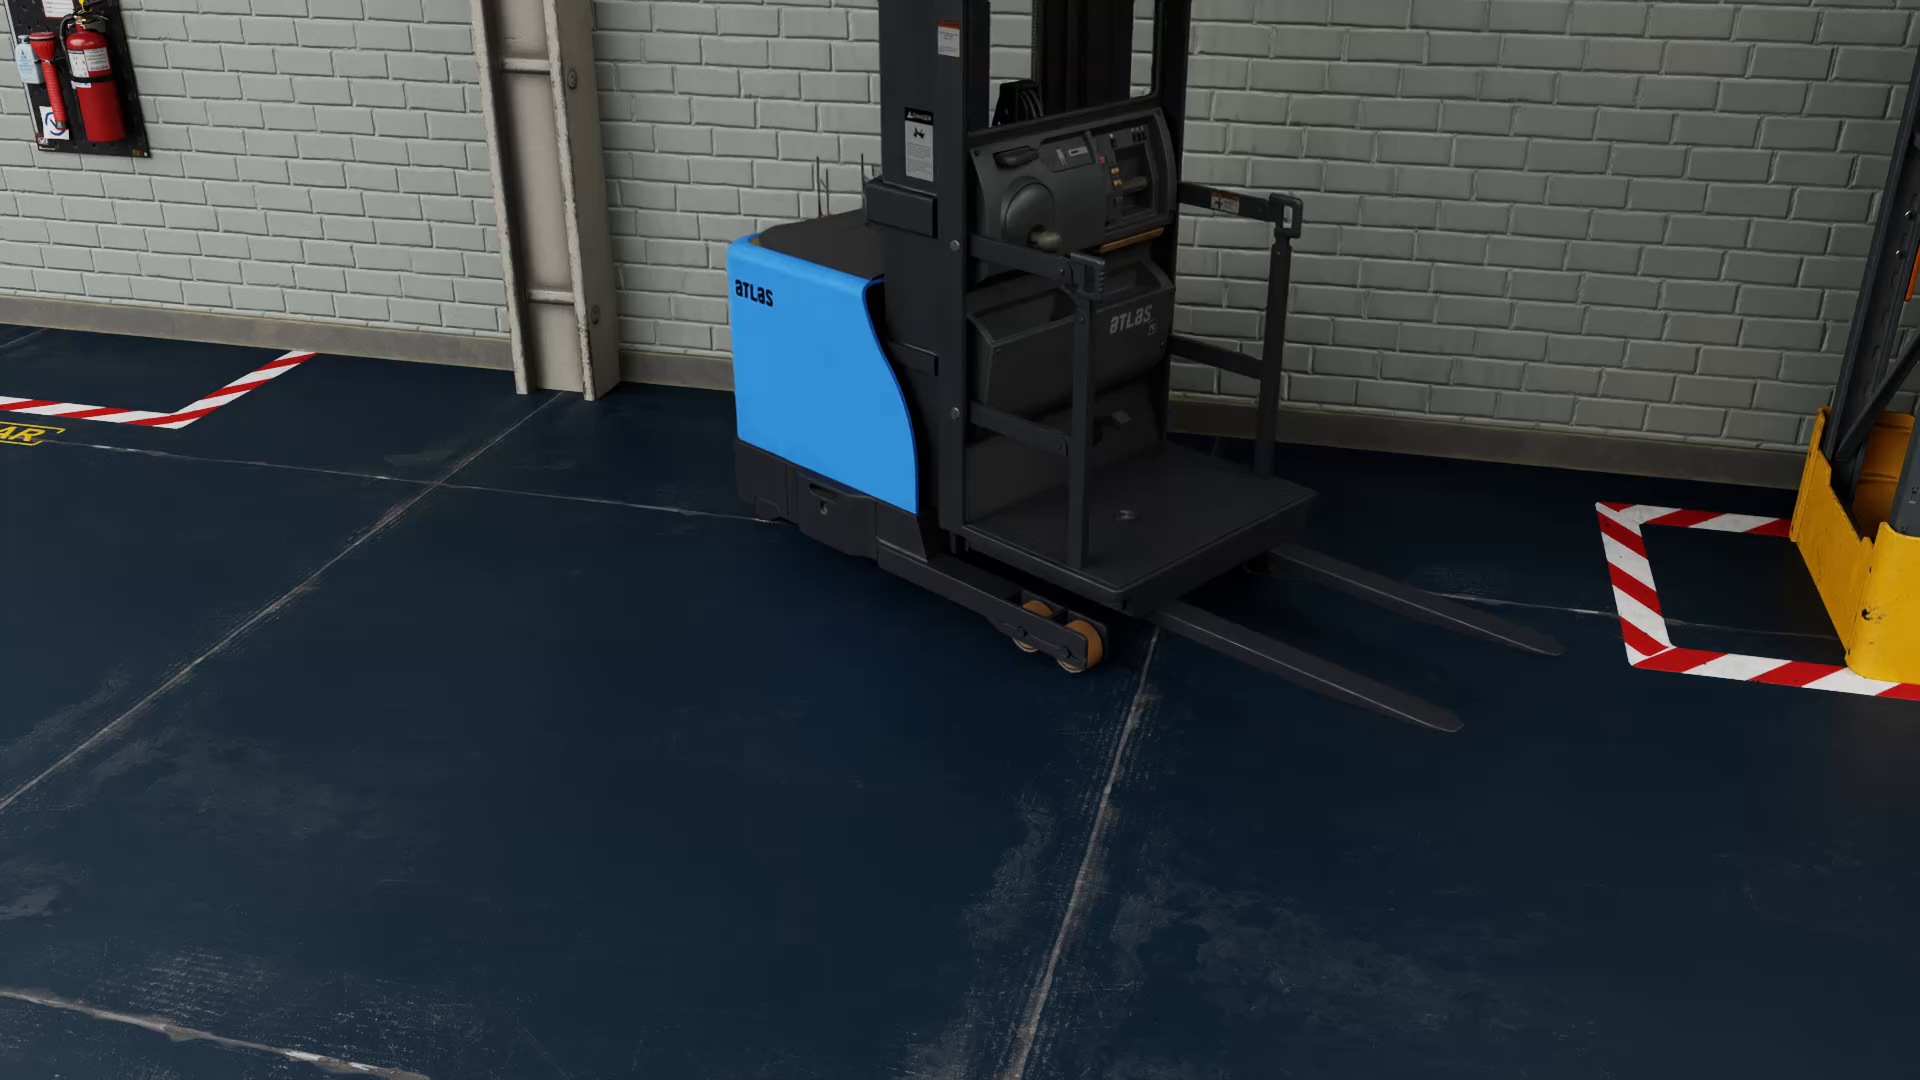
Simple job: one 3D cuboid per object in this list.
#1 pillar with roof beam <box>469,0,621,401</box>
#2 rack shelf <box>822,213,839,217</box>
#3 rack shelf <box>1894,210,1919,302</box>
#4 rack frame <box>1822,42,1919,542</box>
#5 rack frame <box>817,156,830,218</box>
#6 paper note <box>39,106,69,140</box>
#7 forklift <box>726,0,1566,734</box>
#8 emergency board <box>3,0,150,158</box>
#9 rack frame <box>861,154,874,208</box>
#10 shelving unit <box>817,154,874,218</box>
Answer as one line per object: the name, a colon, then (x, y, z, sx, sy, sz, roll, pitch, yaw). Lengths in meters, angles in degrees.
pillar with roof beam: (-2.890, -2.991, 2.064, 0.400, 9.000, 9.100, 6, 26, 13)
rack shelf: (-0.459, -1.254, 6.753, 0.180, 0.103, 0.258, -6, 26, -13)
rack shelf: (5.037, -0.608, 4.875, 4.000, 0.370, 1.077, 6, 26, 13)
rack frame: (3.100, -1.147, 5.170, 0.127, 3.000, 1.000, 6, 26, 13)
rack frame: (-0.548, -0.959, 6.869, 0.006, 1.200, 0.240, -6, 26, -13)
paper note: (-4.356, -2.005, 7.997, 0.142, 0.148, 0.016, 6, 26, 13)
forklift: (0.531, -1.148, 5.251, 3.031, 2.935, 1.130, 23, 34, 40)
emergency board: (-4.202, -2.355, 7.707, 0.643, 1.169, 0.194, 6, 26, 13)
rack frame: (-0.370, -0.978, 6.909, 0.006, 1.200, 0.240, -6, 26, -13)
shelving unit: (-0.459, -0.969, 6.889, 0.189, 1.200, 0.258, -6, 26, -13)
